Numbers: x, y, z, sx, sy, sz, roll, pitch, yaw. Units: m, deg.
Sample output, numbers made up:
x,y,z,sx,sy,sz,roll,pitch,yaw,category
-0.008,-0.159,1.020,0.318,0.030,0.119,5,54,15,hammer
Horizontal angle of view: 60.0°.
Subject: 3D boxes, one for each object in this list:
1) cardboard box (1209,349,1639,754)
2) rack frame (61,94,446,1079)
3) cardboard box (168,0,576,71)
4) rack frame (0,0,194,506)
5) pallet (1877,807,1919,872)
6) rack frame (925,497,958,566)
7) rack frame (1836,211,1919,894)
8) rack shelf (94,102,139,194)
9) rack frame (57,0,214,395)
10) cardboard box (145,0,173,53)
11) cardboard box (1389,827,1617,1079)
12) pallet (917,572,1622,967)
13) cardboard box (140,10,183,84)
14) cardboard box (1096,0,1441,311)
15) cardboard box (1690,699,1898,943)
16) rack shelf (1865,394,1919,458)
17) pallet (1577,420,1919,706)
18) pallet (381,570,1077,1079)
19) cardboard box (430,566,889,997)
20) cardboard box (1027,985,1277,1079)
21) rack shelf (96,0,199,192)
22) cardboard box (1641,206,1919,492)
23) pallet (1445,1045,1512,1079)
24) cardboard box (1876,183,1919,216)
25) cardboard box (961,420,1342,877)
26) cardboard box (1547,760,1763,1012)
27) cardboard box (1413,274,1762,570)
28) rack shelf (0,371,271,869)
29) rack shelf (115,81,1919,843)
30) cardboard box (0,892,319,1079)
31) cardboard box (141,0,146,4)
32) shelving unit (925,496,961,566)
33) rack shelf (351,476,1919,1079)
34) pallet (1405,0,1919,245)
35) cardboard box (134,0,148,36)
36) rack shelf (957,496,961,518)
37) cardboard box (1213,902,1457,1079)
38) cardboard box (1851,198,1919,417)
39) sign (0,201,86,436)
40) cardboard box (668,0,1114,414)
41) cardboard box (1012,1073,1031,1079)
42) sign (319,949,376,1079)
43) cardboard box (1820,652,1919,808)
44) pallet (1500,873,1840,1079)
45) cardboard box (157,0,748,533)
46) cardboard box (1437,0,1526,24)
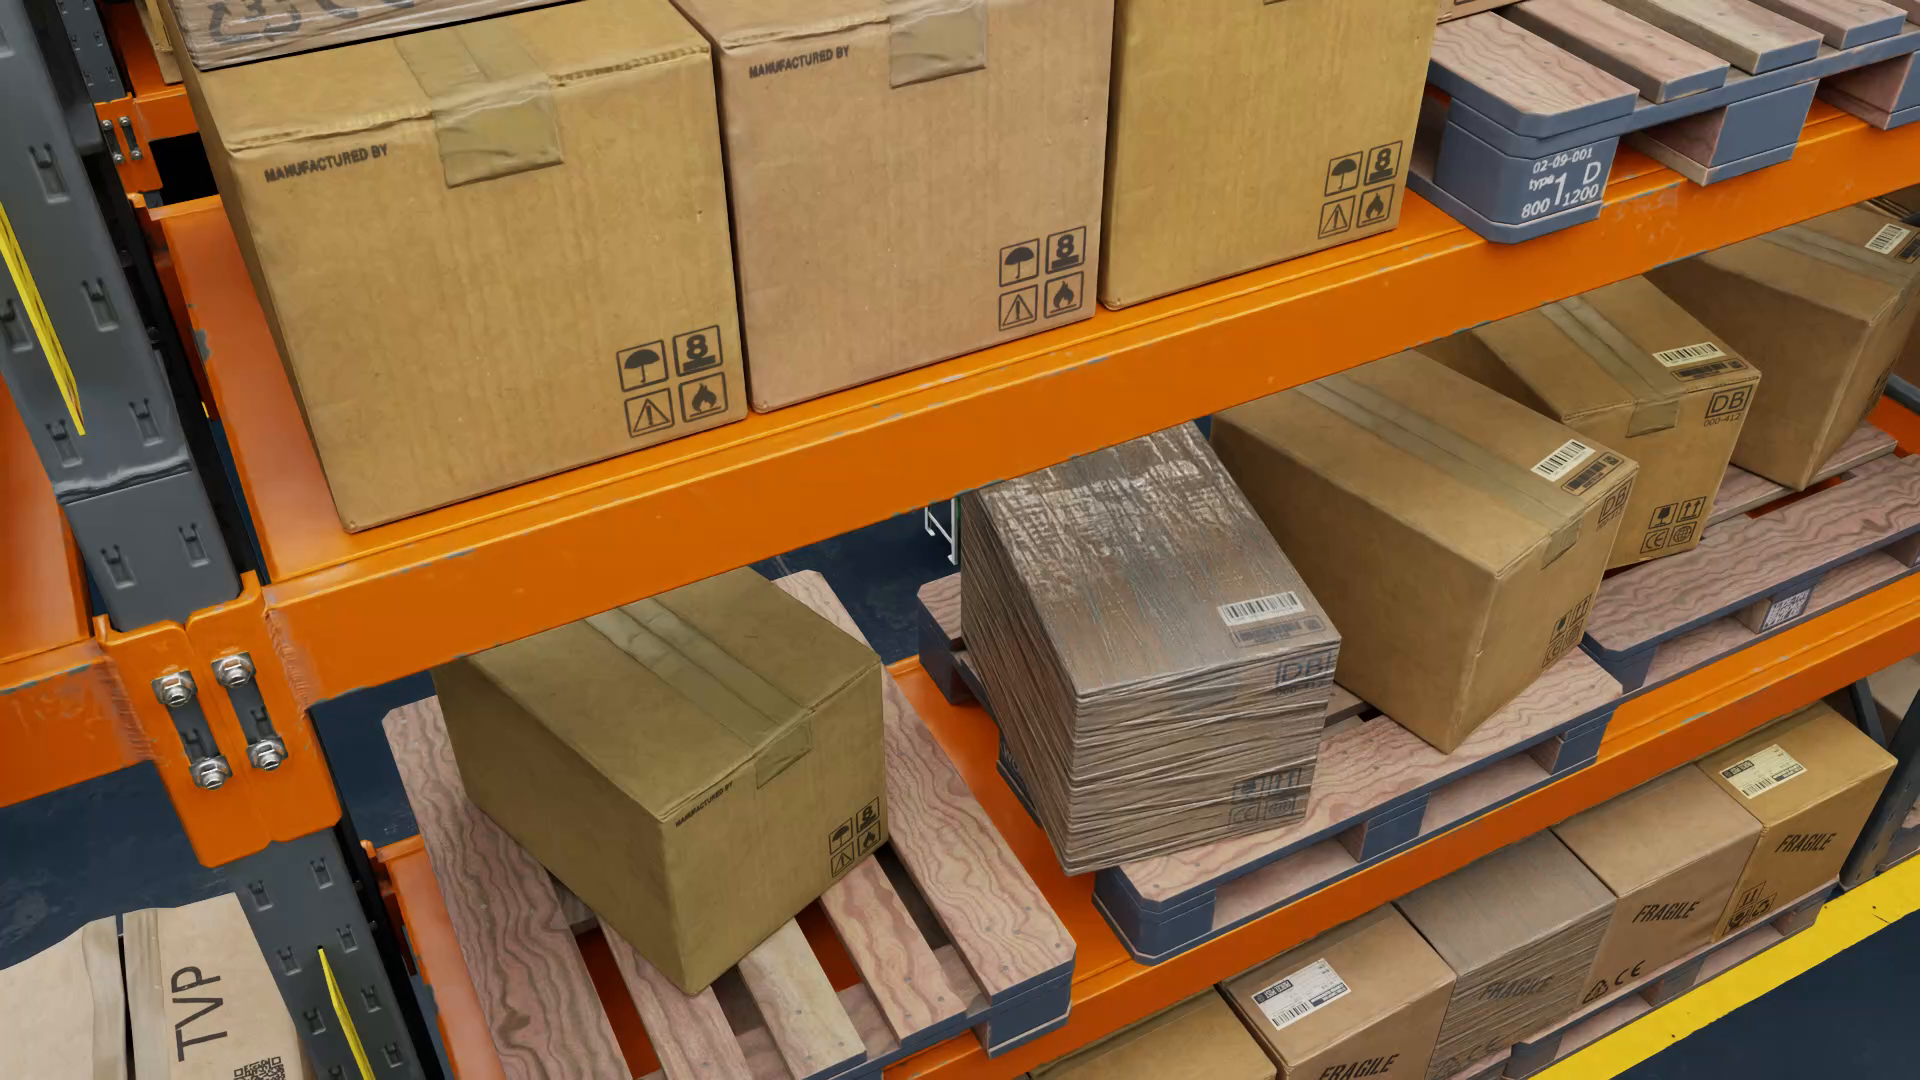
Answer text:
x,y,z,sx,sy,sz,roll,pitch,yaw,category
0.943,-0.023,3.554,0.500,0.500,0.700,-30,49,-31,cardboard box
-1.066,0.806,2.976,0.127,3.000,1.000,-19,44,-21,rack frame
-0.677,-0.885,1.801,0.500,0.500,0.500,-19,44,-21,cardboard box
-1.066,-1.484,1.038,0.127,3.000,1.000,-19,44,-21,rack frame
3.091,0.472,5.529,1.213,0.211,1.003,-19,44,-21,pallet
-0.070,-0.435,5.835,0.015,1.200,0.240,-19,44,-21,rack frame
2.481,-0.388,4.386,0.127,3.000,1.000,-19,44,-21,rack frame
-5.132,-1.160,5.855,4.000,0.370,1.077,-19,44,-21,rack shelf
-3.358,-2.031,6.328,0.127,3.000,1.000,-19,44,-21,rack frame
-2.809,-2.189,6.191,0.500,0.500,0.500,-17,43,-19,cardboard box
1.289,1.002,4.339,0.500,0.500,0.500,-18,43,-20,cardboard box
0.656,0.296,3.727,1.213,0.211,1.003,-19,44,-21,pallet
-2.959,-1.909,6.362,0.250,0.149,0.380,-19,44,-21,cardboard box
0.219,-0.834,2.514,0.500,0.500,0.910,-19,44,-21,cardboard box
2.176,0.710,4.684,0.500,0.500,0.500,-19,44,-21,cardboard box
4.255,-0.710,5.324,4.000,0.370,1.077,-19,44,-21,rack shelf
1.722,-0.138,4.240,1.213,0.211,1.003,-19,44,-21,pallet
-0.498,0.637,3.325,1.003,0.211,1.213,-19,44,-21,pallet
-0.560,0.355,3.106,0.700,0.500,0.500,31,49,31,cardboard box
0.378,1.314,3.970,0.500,0.500,0.500,-19,44,-21,cardboard box
-1.584,-2.354,7.266,4.000,0.370,1.077,-19,44,-21,rack shelf
1.958,-0.573,4.203,0.700,0.500,0.500,31,49,31,cardboard box
0.694,1.308,4.542,1.213,0.211,1.003,-19,44,-21,pallet
2.810,-1.107,4.385,0.500,0.500,0.500,-18,44,-20,cardboard box
0.339,0.192,3.300,0.500,0.500,0.700,-11,41,-13,cardboard box
1.734,0.853,4.515,0.500,0.500,0.500,-18,44,-20,cardboard box
1.377,-0.331,3.917,0.500,0.500,0.700,-12,42,-14,cardboard box
-2.840,0.533,1.534,4.000,0.370,1.077,-19,44,-21,rack shelf
0.707,-0.661,2.944,4.000,0.370,1.077,-19,44,-21,rack shelf
-1.409,0.924,2.906,0.500,0.311,0.500,-16,43,-18,cardboard box
-3.061,-2.483,6.538,0.500,0.500,0.500,-18,44,-20,cardboard box
0.147,-0.507,5.921,0.503,1.200,0.258,-19,44,-21,shelving unit
0.707,0.484,3.914,4.000,0.370,1.077,-19,44,-21,rack shelf
0.952,-0.995,2.928,1.003,0.211,1.213,-19,44,-21,pallet
-3.187,-2.187,6.691,0.250,0.149,0.380,-18,43,-20,cardboard box
0.147,-0.275,6.117,0.480,0.148,0.258,-19,44,-21,rack shelf
0.839,1.155,4.158,0.500,0.500,0.500,-20,44,-22,cardboard box
2.806,-0.722,4.704,0.500,0.500,0.500,-18,43,-20,cardboard box
-0.817,-0.246,1.436,0.005,0.325,0.100,-19,44,-21,sign
-0.243,-0.679,2.331,0.500,0.500,0.910,-19,44,-21,cardboard box
-0.069,1.461,3.797,0.500,0.500,0.500,-20,44,-22,cardboard box
-0.807,0.681,2.227,0.005,0.325,0.100,-19,44,-21,sign
2.954,0.469,5.114,0.500,0.311,0.500,-19,44,-21,cardboard box
1.777,0.941,4.975,1.213,0.211,1.003,-19,44,-21,pallet
-0.695,-0.526,2.151,0.500,0.500,0.910,-19,44,-21,cardboard box
0.819,-1.261,2.617,0.600,0.600,0.600,-20,44,-22,cardboard box
